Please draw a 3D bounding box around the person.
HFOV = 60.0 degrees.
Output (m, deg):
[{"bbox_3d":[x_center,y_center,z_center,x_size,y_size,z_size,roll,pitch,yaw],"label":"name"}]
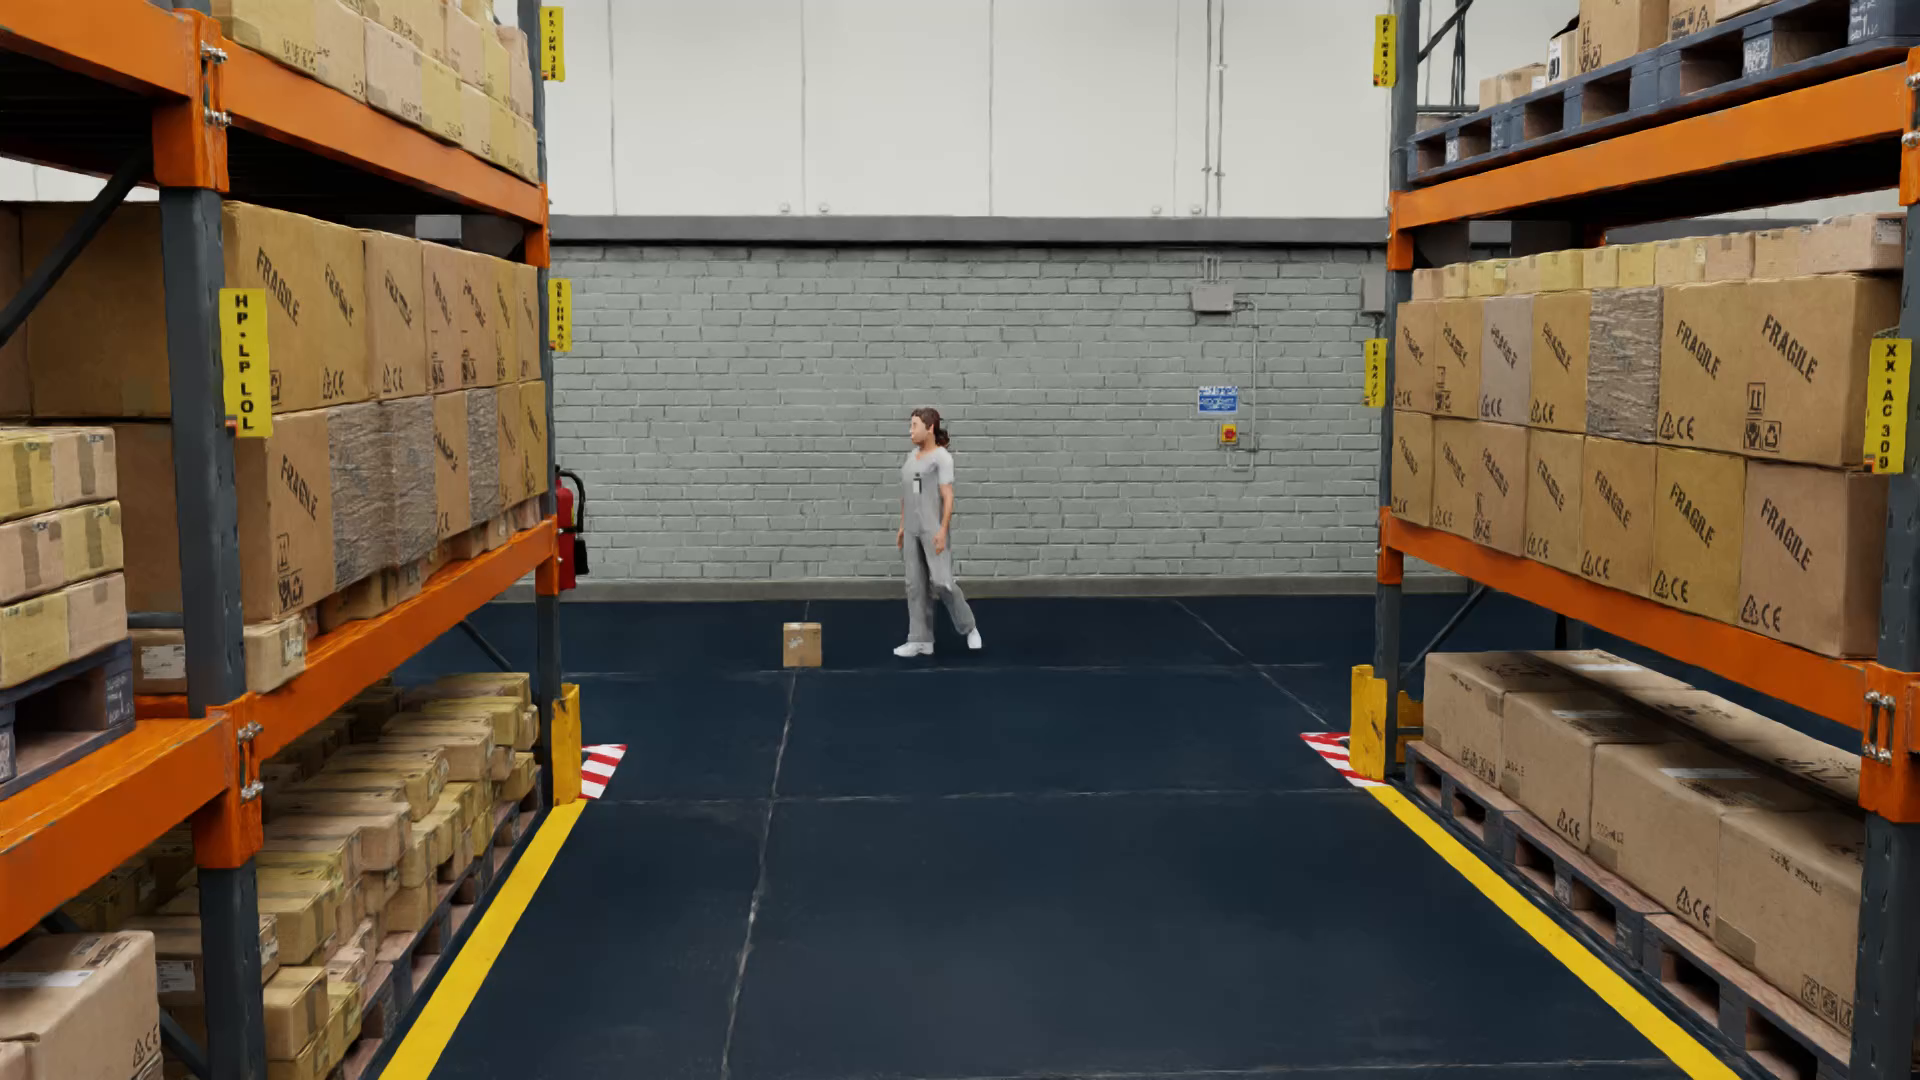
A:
[{"bbox_3d":[-0.168,-0.058,11.203,0.570,1.671,0.575,-7,10,-44],"label":"person"}]
